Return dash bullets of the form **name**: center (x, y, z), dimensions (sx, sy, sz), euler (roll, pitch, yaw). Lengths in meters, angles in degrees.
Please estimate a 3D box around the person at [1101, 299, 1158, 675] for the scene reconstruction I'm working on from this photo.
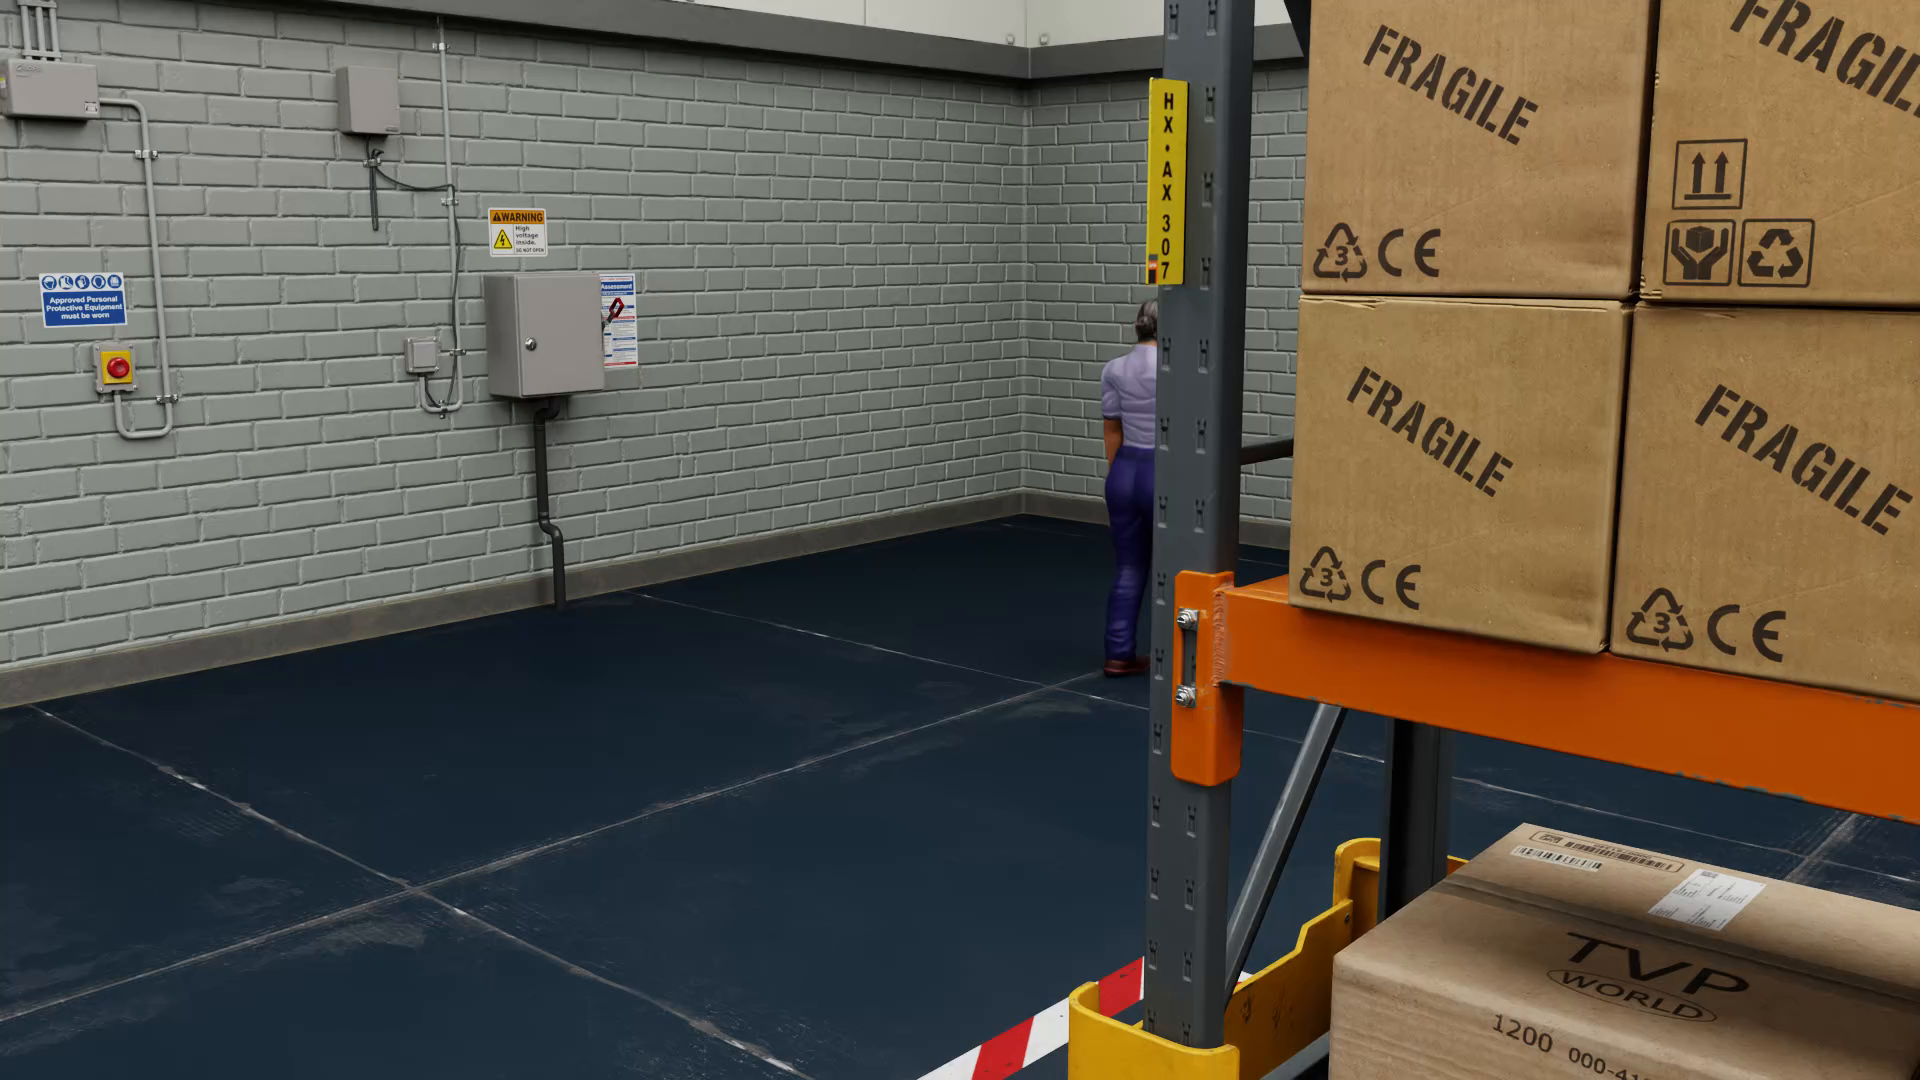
- **person**: center (0.825, -0.209, 7.149), dimensions (0.474, 1.640, 0.312), euler (9, 14, 42)
